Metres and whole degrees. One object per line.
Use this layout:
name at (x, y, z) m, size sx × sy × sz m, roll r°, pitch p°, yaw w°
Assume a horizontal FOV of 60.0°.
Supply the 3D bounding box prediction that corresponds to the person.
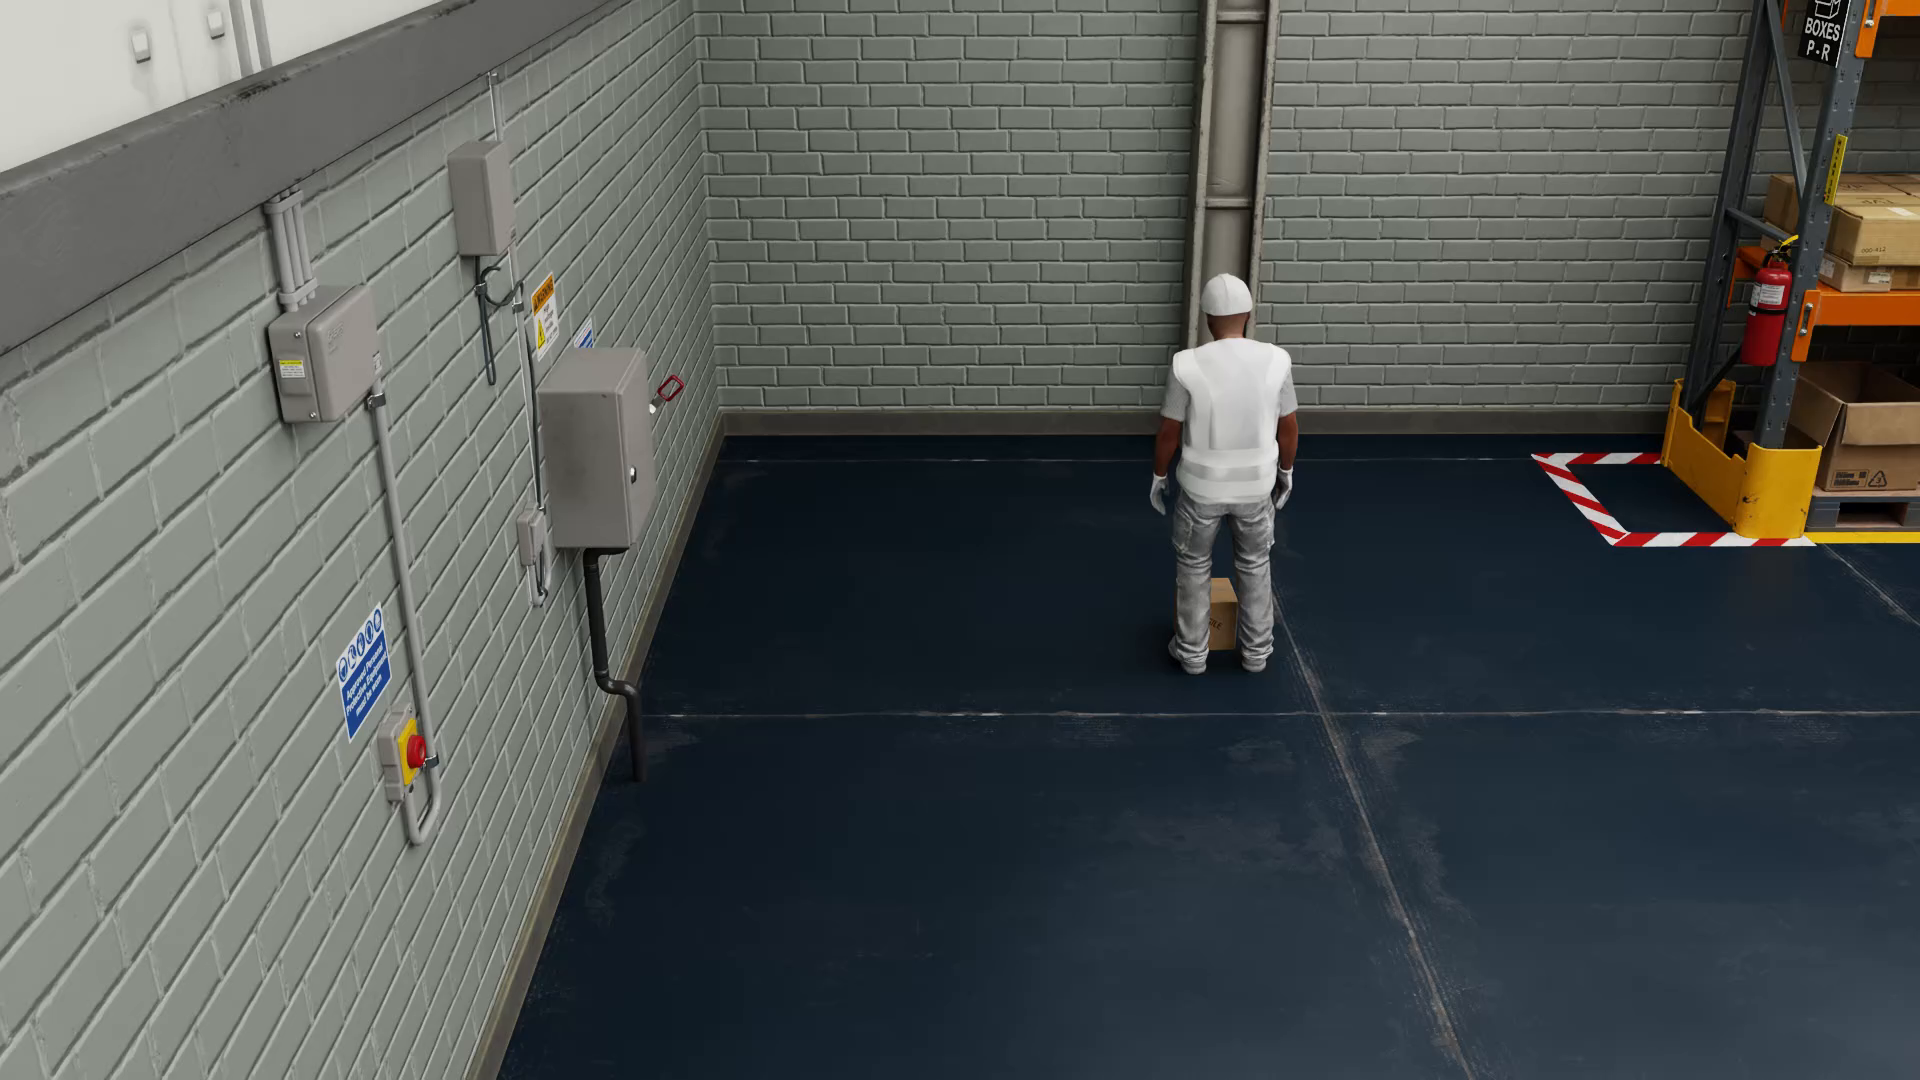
person at (1.135, -0.260, 7.174) m, size 0.629 × 1.775 × 0.445 m, roll -2°, pitch 24°, yaw -3°
